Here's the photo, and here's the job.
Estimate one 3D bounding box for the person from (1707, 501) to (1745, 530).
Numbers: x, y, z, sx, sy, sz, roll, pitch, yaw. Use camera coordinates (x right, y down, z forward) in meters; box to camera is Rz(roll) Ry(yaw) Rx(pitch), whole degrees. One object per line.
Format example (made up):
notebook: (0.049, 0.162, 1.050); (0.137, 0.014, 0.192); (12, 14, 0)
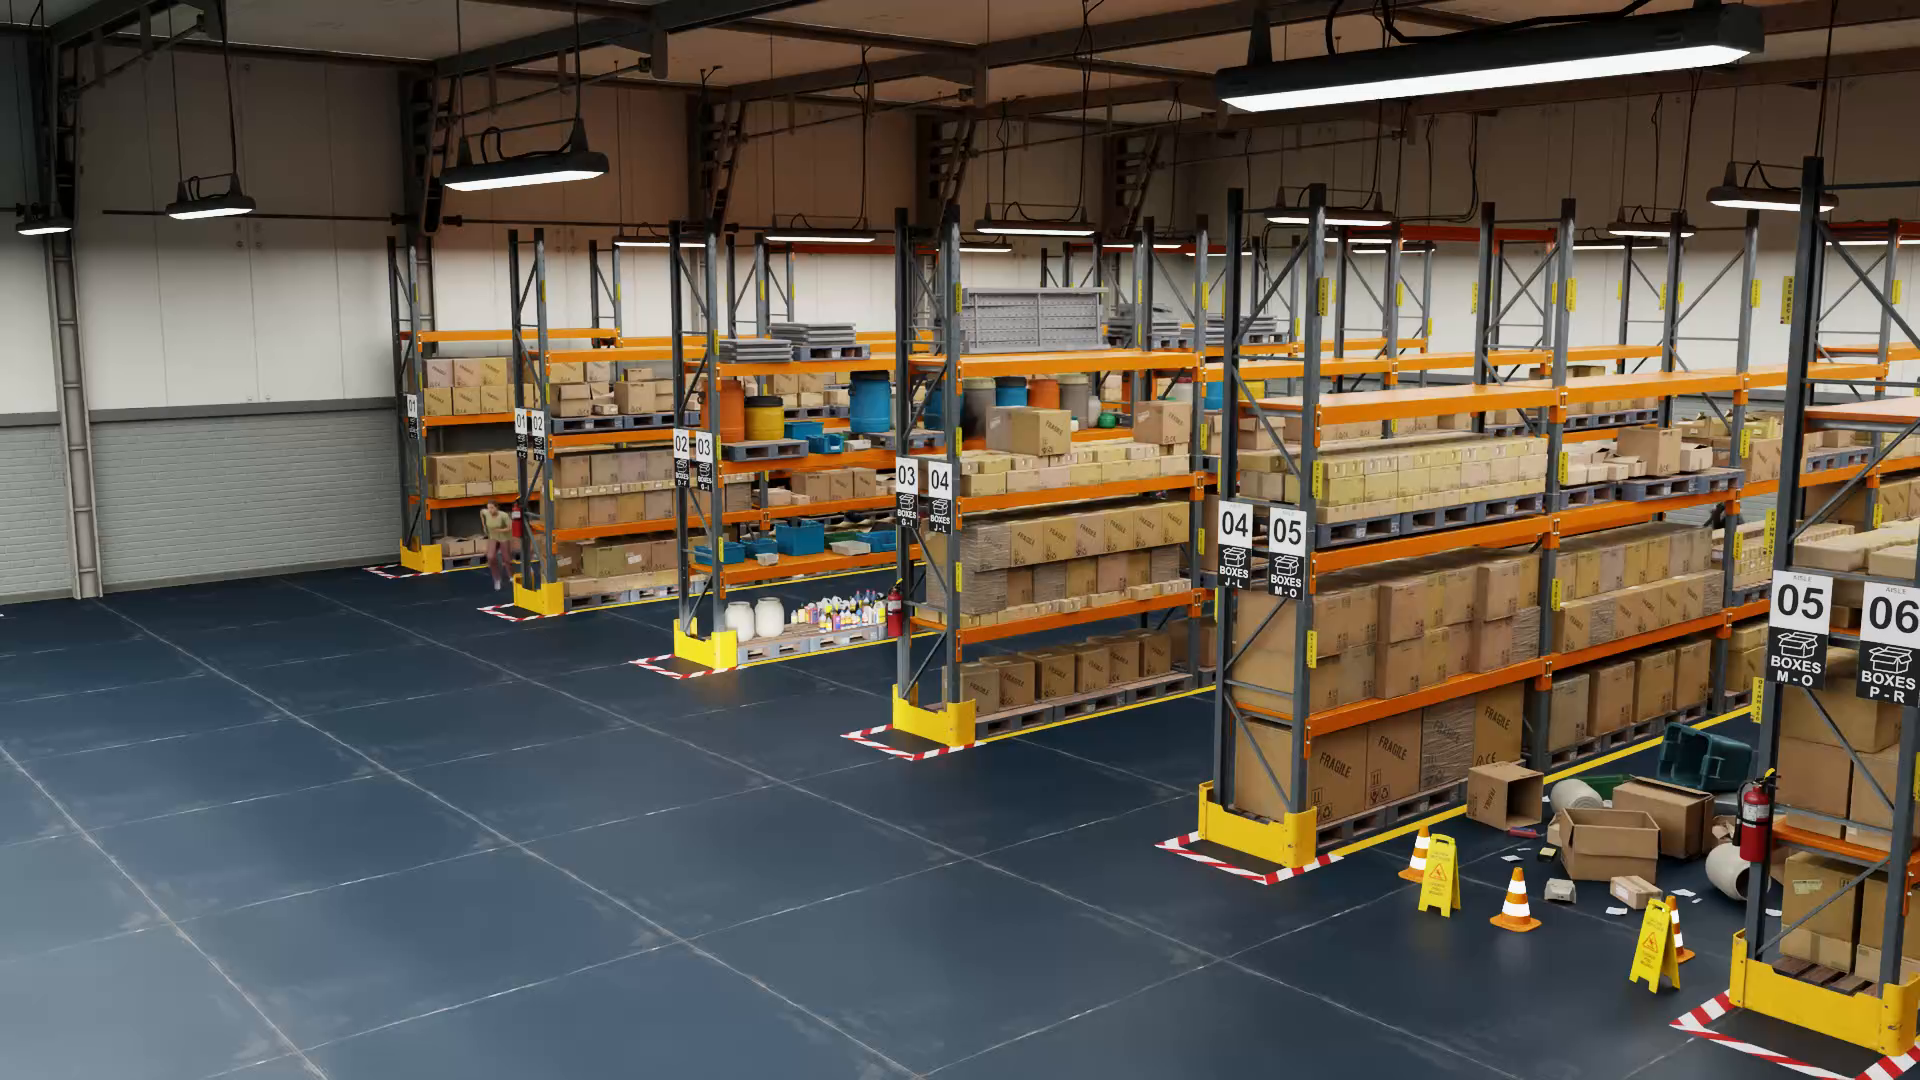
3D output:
person: (13.208, -0.017, 28.510); (0.745, 1.659, 0.714); (-7, 11, -36)

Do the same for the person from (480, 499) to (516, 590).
person: (-7.867, 0.054, 28.444); (0.622, 1.602, 0.940); (1, 9, 7)

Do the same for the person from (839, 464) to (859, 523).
person: (-2.238, -0.788, 33.852); (0.545, 1.542, 0.907); (5, 10, 31)
